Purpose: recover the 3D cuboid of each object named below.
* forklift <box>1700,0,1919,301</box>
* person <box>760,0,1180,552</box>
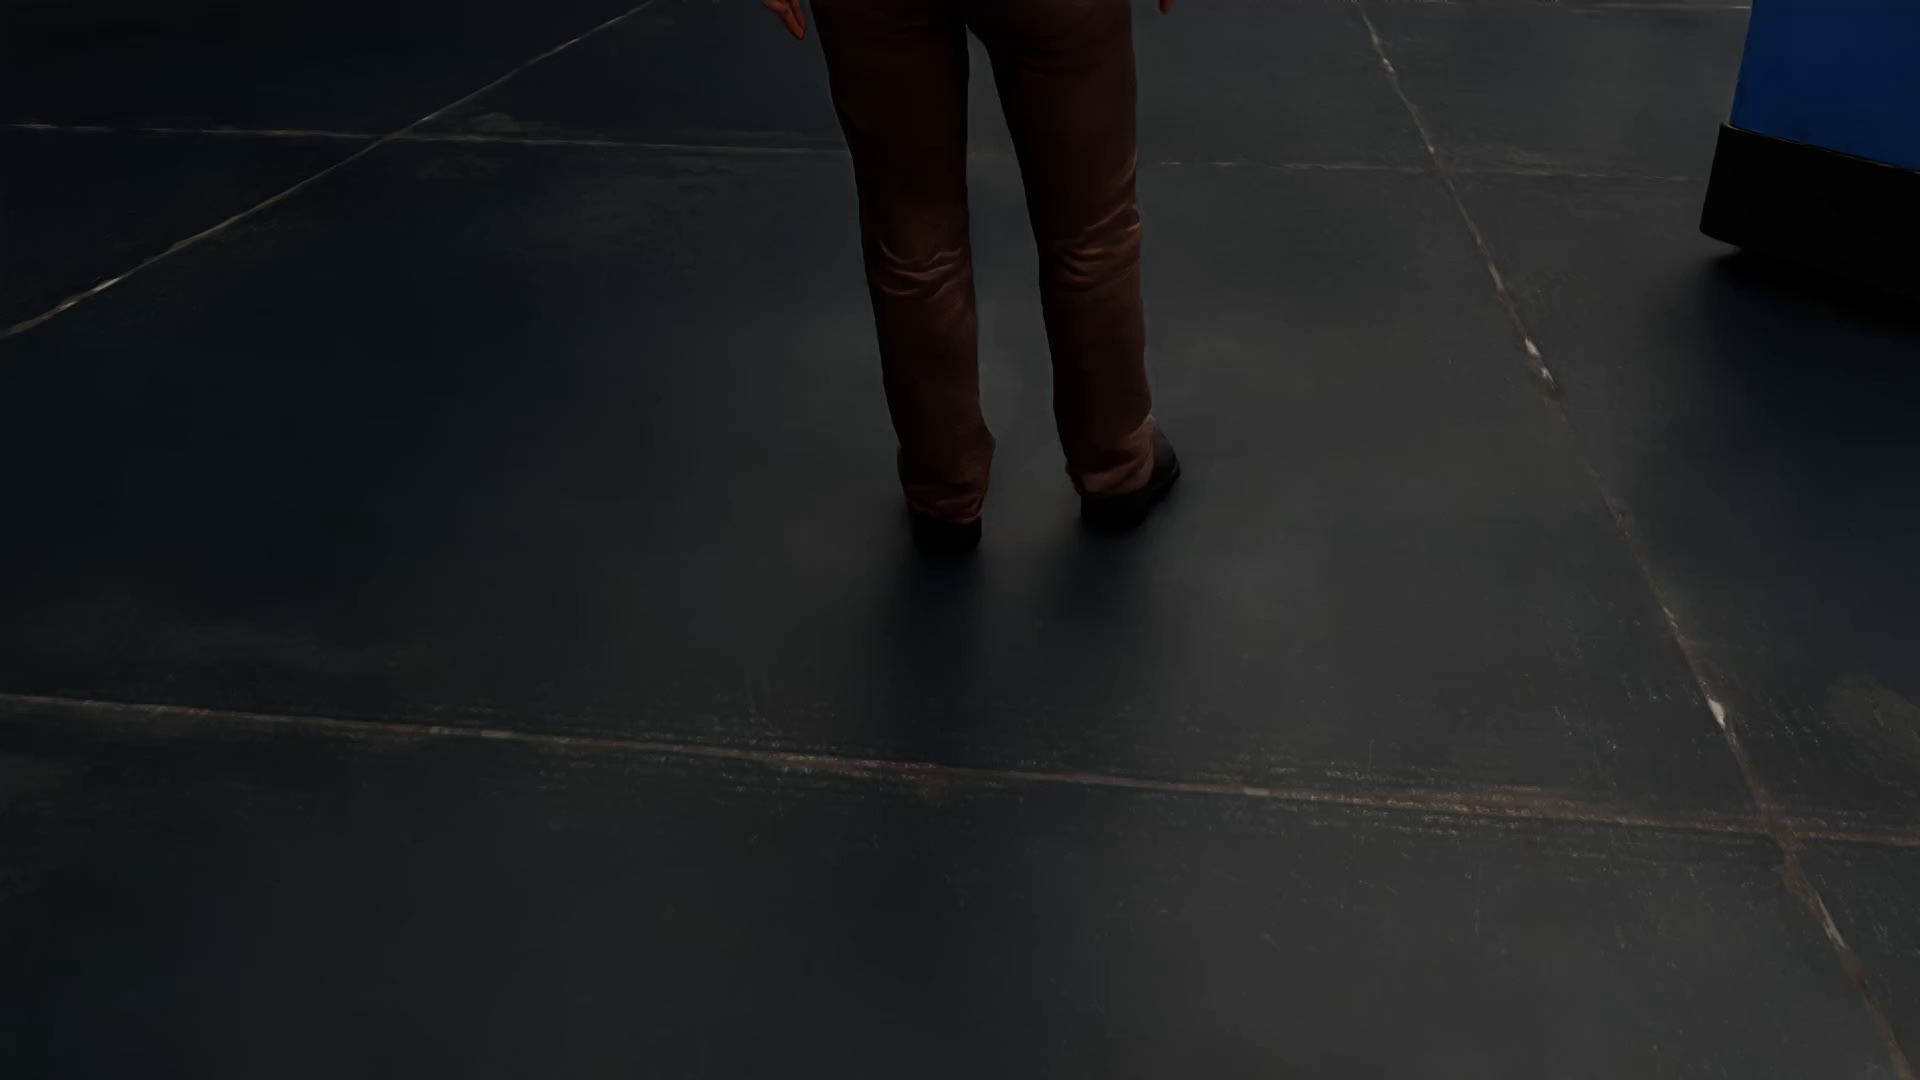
[{"bbox_3d":[3.205,-2.058,3.342,3.031,2.935,1.130,-13,29,-25],"label":"forklift"},{"bbox_3d":[0.016,-0.804,2.167,0.632,1.720,0.567,3,27,7],"label":"person"}]
